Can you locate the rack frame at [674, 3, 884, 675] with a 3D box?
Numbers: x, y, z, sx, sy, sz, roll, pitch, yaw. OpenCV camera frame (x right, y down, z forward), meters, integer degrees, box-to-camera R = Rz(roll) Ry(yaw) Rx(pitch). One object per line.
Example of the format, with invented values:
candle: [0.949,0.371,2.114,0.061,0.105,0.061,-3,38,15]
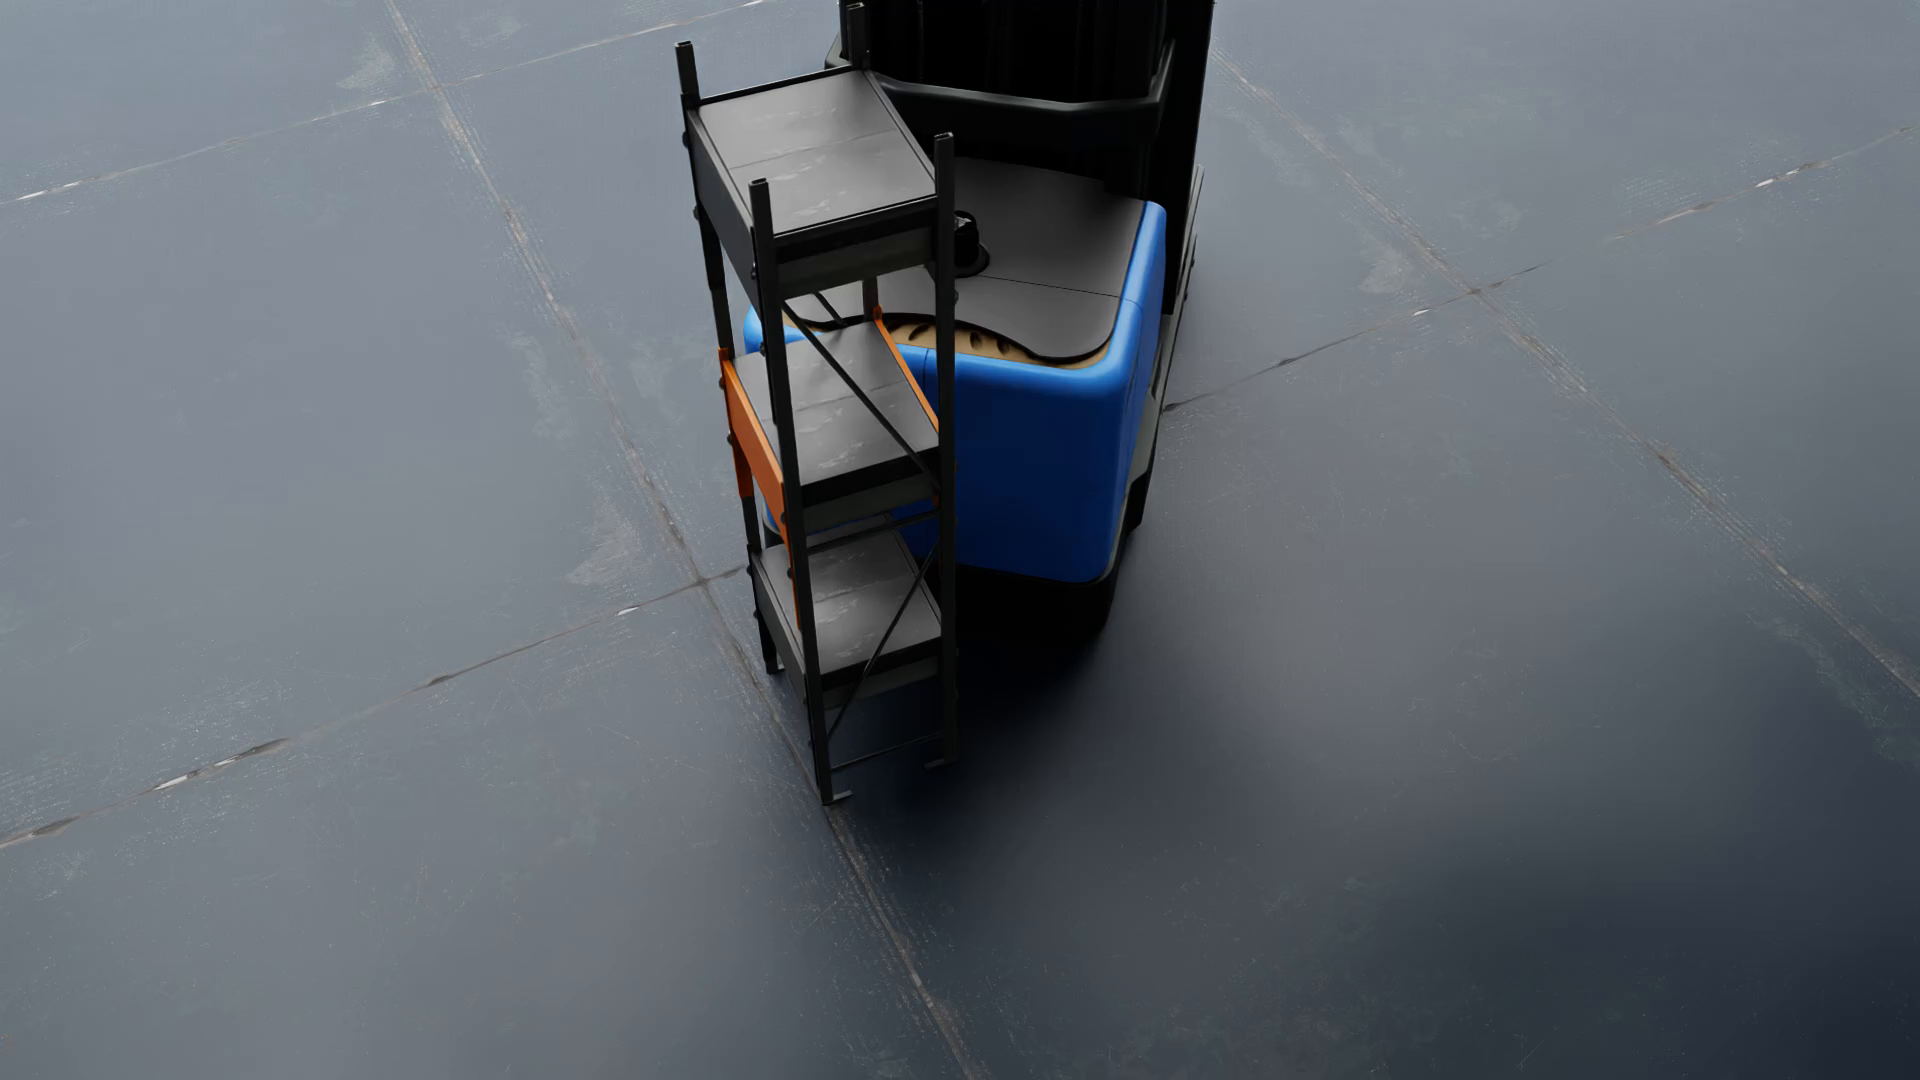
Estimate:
rack frame: [-0.385,-0.355,4.165,0.400,2.100,0.015,-17,51,-14]

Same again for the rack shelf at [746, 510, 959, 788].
rack shelf: [-0.292,0.285,4.554,0.431,0.518,0.480,-17,51,-14]

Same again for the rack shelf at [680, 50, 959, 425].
rack shelf: [-0.292,-0.637,3.500,0.431,0.518,0.480,-17,51,-14]

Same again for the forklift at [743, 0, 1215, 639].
forklift: [0.240,-1.809,4.885,1.130,2.935,3.031,10,50,8]

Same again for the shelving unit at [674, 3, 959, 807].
shelving unit: [-0.292,-0.185,4.017,0.431,2.100,0.503,-17,51,-14]

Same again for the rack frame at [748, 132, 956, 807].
rack frame: [-0.199,-0.015,3.868,0.400,2.100,0.015,-17,51,-14]

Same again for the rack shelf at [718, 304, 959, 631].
rack shelf: [-0.292,-0.176,4.027,0.431,0.518,0.480,-17,51,-14]
